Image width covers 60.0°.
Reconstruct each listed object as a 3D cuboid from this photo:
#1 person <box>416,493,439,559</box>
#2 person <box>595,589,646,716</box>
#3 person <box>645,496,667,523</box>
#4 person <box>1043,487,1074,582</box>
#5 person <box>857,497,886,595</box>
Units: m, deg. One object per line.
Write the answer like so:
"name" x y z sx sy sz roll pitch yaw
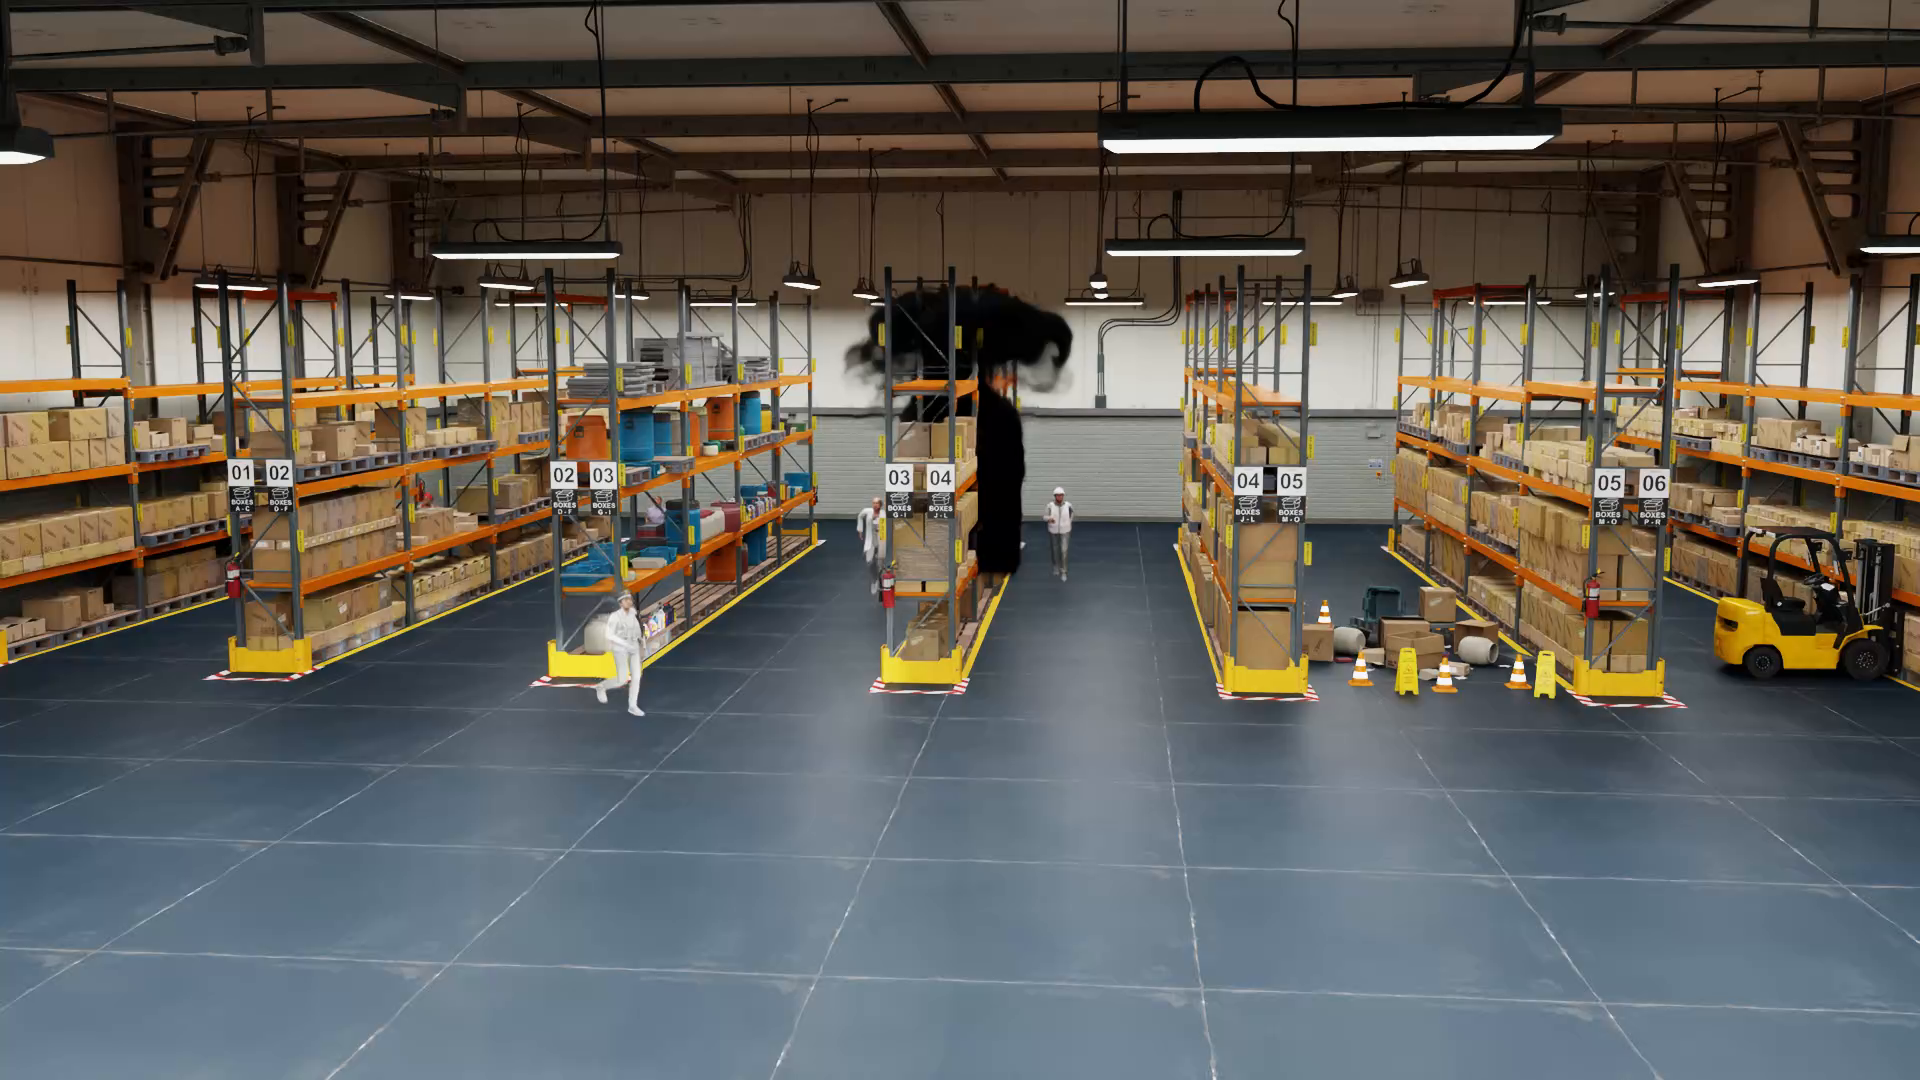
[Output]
"person" -11.270 -0.141 35.156 0.707 1.727 0.740 1 7 6
"person" -4.508 1.487 22.279 0.791 1.696 0.625 6 9 38
"person" -6.543 -0.162 36.130 0.614 1.609 0.575 0 7 0
"person" 1.935 -0.137 32.662 0.610 1.821 0.845 1 7 5
"person" -1.574 0.202 30.891 0.749 1.624 0.853 1 7 7
